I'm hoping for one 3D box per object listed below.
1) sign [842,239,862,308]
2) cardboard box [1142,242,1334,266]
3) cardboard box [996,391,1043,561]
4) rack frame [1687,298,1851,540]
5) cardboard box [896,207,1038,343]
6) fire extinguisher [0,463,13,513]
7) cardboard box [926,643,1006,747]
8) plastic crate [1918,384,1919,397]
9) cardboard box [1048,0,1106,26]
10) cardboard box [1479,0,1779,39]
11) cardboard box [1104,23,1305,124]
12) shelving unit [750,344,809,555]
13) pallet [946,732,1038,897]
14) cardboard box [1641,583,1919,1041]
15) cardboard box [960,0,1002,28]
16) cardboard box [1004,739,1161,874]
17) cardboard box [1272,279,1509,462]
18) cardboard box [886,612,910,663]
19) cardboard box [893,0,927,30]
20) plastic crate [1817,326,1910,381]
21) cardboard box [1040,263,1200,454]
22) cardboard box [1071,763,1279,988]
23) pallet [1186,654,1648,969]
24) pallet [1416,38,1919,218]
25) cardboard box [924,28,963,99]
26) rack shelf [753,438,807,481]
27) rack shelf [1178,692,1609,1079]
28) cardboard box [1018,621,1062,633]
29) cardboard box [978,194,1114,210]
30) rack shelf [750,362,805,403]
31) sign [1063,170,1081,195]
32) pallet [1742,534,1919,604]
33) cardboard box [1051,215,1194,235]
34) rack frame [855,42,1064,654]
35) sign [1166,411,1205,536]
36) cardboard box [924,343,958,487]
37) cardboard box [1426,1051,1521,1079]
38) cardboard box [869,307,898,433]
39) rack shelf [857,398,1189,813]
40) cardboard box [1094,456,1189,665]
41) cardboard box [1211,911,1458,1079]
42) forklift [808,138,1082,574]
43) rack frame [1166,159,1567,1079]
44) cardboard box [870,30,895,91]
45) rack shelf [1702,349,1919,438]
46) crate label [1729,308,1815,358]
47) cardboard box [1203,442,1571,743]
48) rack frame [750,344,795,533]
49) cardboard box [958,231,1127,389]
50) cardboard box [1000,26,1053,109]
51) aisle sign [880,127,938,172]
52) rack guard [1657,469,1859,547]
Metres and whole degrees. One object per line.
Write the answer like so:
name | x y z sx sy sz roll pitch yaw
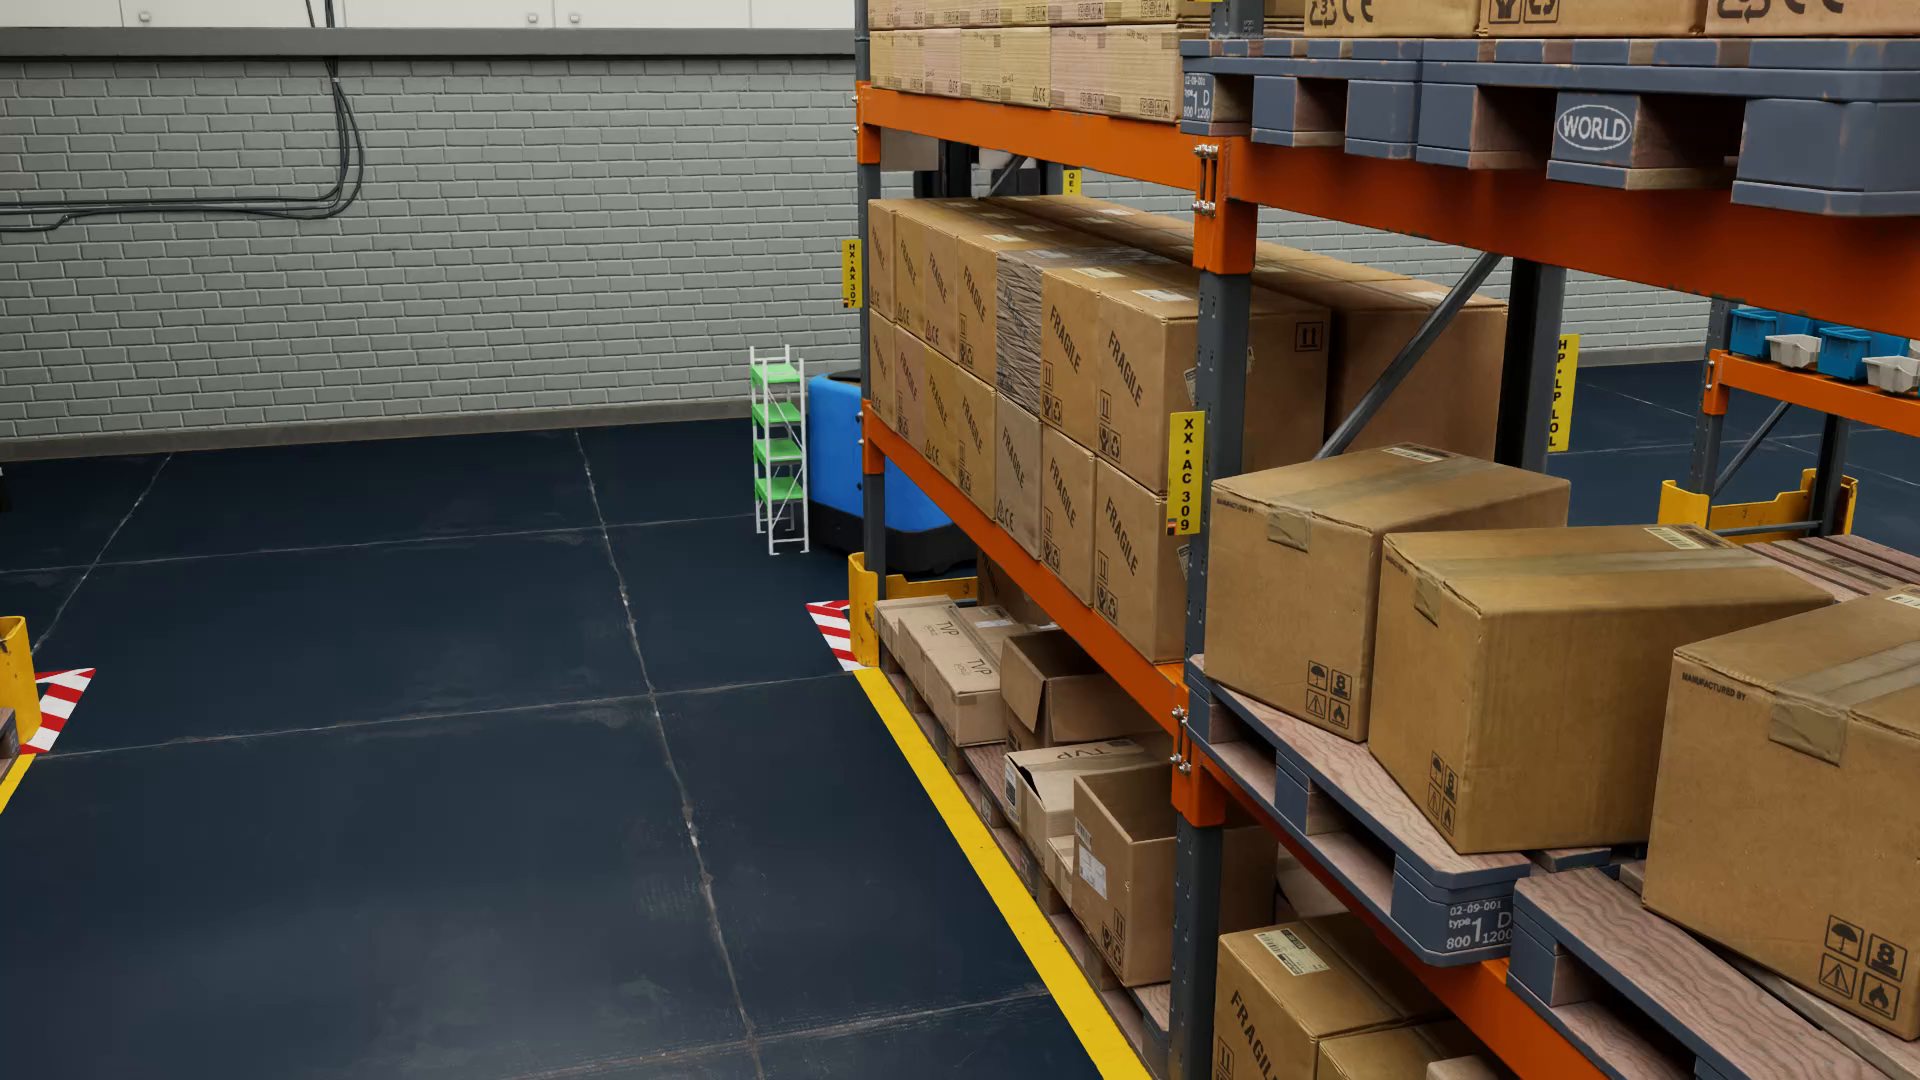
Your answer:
sign | -0.515 -1.280 7.994 0.100 0.325 0.005 -5 17 -15
cardboard box | 0.964 -0.766 5.876 0.500 0.500 0.500 -5 17 -17
cardboard box | 0.436 -0.252 5.903 0.500 0.500 0.500 -4 17 -14
rack frame | 4.771 -1.299 9.562 1.000 3.000 0.127 -5 17 -15
cardboard box | 0.026 -1.147 7.146 0.500 0.500 0.500 -5 17 -15
fire extinguisher | -4.353 -0.378 7.279 0.296 0.674 0.183 -5 17 -15
cardboard box | 0.158 0.647 7.098 0.500 0.250 0.500 -5 17 -15
plastic crate | 4.884 -0.789 8.051 0.416 0.233 0.300 -5 17 -15
cardboard box | 0.577 -1.658 4.934 0.500 0.250 0.500 -5 17 -15
cardboard box | 1.379 -1.207 2.965 0.600 0.600 0.600 -5 17 -16
cardboard box | 0.717 -1.280 4.546 0.500 0.250 0.500 -5 17 -15
shelving unit | -1.112 -0.560 10.232 0.258 1.200 0.503 -5 17 -15
pallet | 0.579 1.006 6.737 1.003 0.211 1.213 -5 17 -15
cardboard box | 1.651 0.433 2.893 0.700 0.500 0.500 -10 19 -29
cardboard box | 0.305 -1.934 5.856 0.500 0.250 0.500 -5 17 -15
cardboard box | 0.471 0.933 6.042 0.500 0.311 0.500 -5 17 -15
cardboard box | 1.247 -0.481 4.928 0.500 0.500 0.500 -4 17 -14
cardboard box | -0.140 0.450 7.900 0.380 0.166 0.250 -5 17 -15
cardboard box | 0.028 -2.211 6.776 0.500 0.250 0.500 -5 17 -15
plastic crate | 4.703 -0.971 8.657 0.416 0.233 0.300 -5 17 -15
cardboard box | 0.575 -0.589 5.288 0.500 0.500 0.500 -5 17 -16
cardboard box | 0.677 1.050 5.324 0.500 0.500 0.500 -5 17 -15
pallet | 1.221 0.520 3.841 1.003 0.211 1.213 -5 17 -15
pallet | 1.506 -0.676 2.600 1.213 0.211 1.003 -5 17 -15
cardboard box | 0.168 -1.833 6.388 0.500 0.250 0.500 -5 17 -15
rack shelf | -1.112 -0.499 10.250 0.258 0.148 0.480 -5 17 -15
rack shelf | 1.656 1.096 2.840 1.077 0.370 4.000 -5 17 -15
cardboard box | 0.418 0.488 7.773 0.380 0.166 0.250 -5 17 -15
cardboard box | 0.394 -1.334 7.766 0.500 0.500 0.500 -5 17 -16
rack shelf | -1.112 -0.959 10.112 0.258 0.148 0.480 -5 17 -15
sign | 0.546 -1.652 8.177 0.100 0.325 0.005 -5 17 -15
pallet | 4.960 0.268 9.193 1.003 0.211 1.213 -5 17 -15
cardboard box | 0.680 -1.051 6.825 0.500 0.500 0.500 -4 17 -14
rack frame | 0.007 -0.908 8.261 1.000 3.000 0.127 -5 17 -15
sign | 0.587 -0.171 4.304 0.100 0.325 0.005 -5 17 -15
cardboard box | 0.157 -0.531 6.832 0.500 0.500 0.500 -5 17 -15
cardboard box | 1.280 1.255 3.336 0.500 0.250 0.500 -5 17 -15
cardboard box | -0.125 -0.812 7.769 0.500 0.500 0.500 -4 17 -14
rack shelf | 0.557 -0.010 6.523 1.077 0.370 4.000 -5 17 -15
cardboard box | 0.722 0.032 4.956 0.500 0.500 0.500 -4 17 -14
cardboard box | 1.005 1.338 4.365 0.500 0.500 0.500 -6 18 -18
forklift | 0.515 -1.535 10.466 3.031 2.935 1.130 -14 22 -39
rack frame | 1.106 0.198 4.578 1.000 3.000 0.127 -5 17 -15
cardboard box | -0.096 -2.111 7.312 0.500 0.250 0.500 -5 17 -15
rack shelf | 5.320 -0.401 7.824 1.077 0.370 4.000 -5 17 -15
crate label | 4.522 -1.153 9.263 0.416 0.233 0.303 -5 17 -15
cardboard box | 1.021 0.098 4.008 0.700 0.500 0.500 -12 20 -34
rack frame | -1.178 -0.628 10.457 0.240 1.200 0.015 -5 17 -15
cardboard box | 0.299 -0.868 6.216 0.500 0.500 0.500 -5 17 -16
cardboard box | 0.444 -1.557 5.467 0.500 0.250 0.500 -5 17 -15
aisle sign | -0.294 -2.149 7.873 0.394 0.787 0.004 -5 17 -15
rack guard | 4.751 -0.107 9.940 1.175 0.500 0.348 -5 17 -15
